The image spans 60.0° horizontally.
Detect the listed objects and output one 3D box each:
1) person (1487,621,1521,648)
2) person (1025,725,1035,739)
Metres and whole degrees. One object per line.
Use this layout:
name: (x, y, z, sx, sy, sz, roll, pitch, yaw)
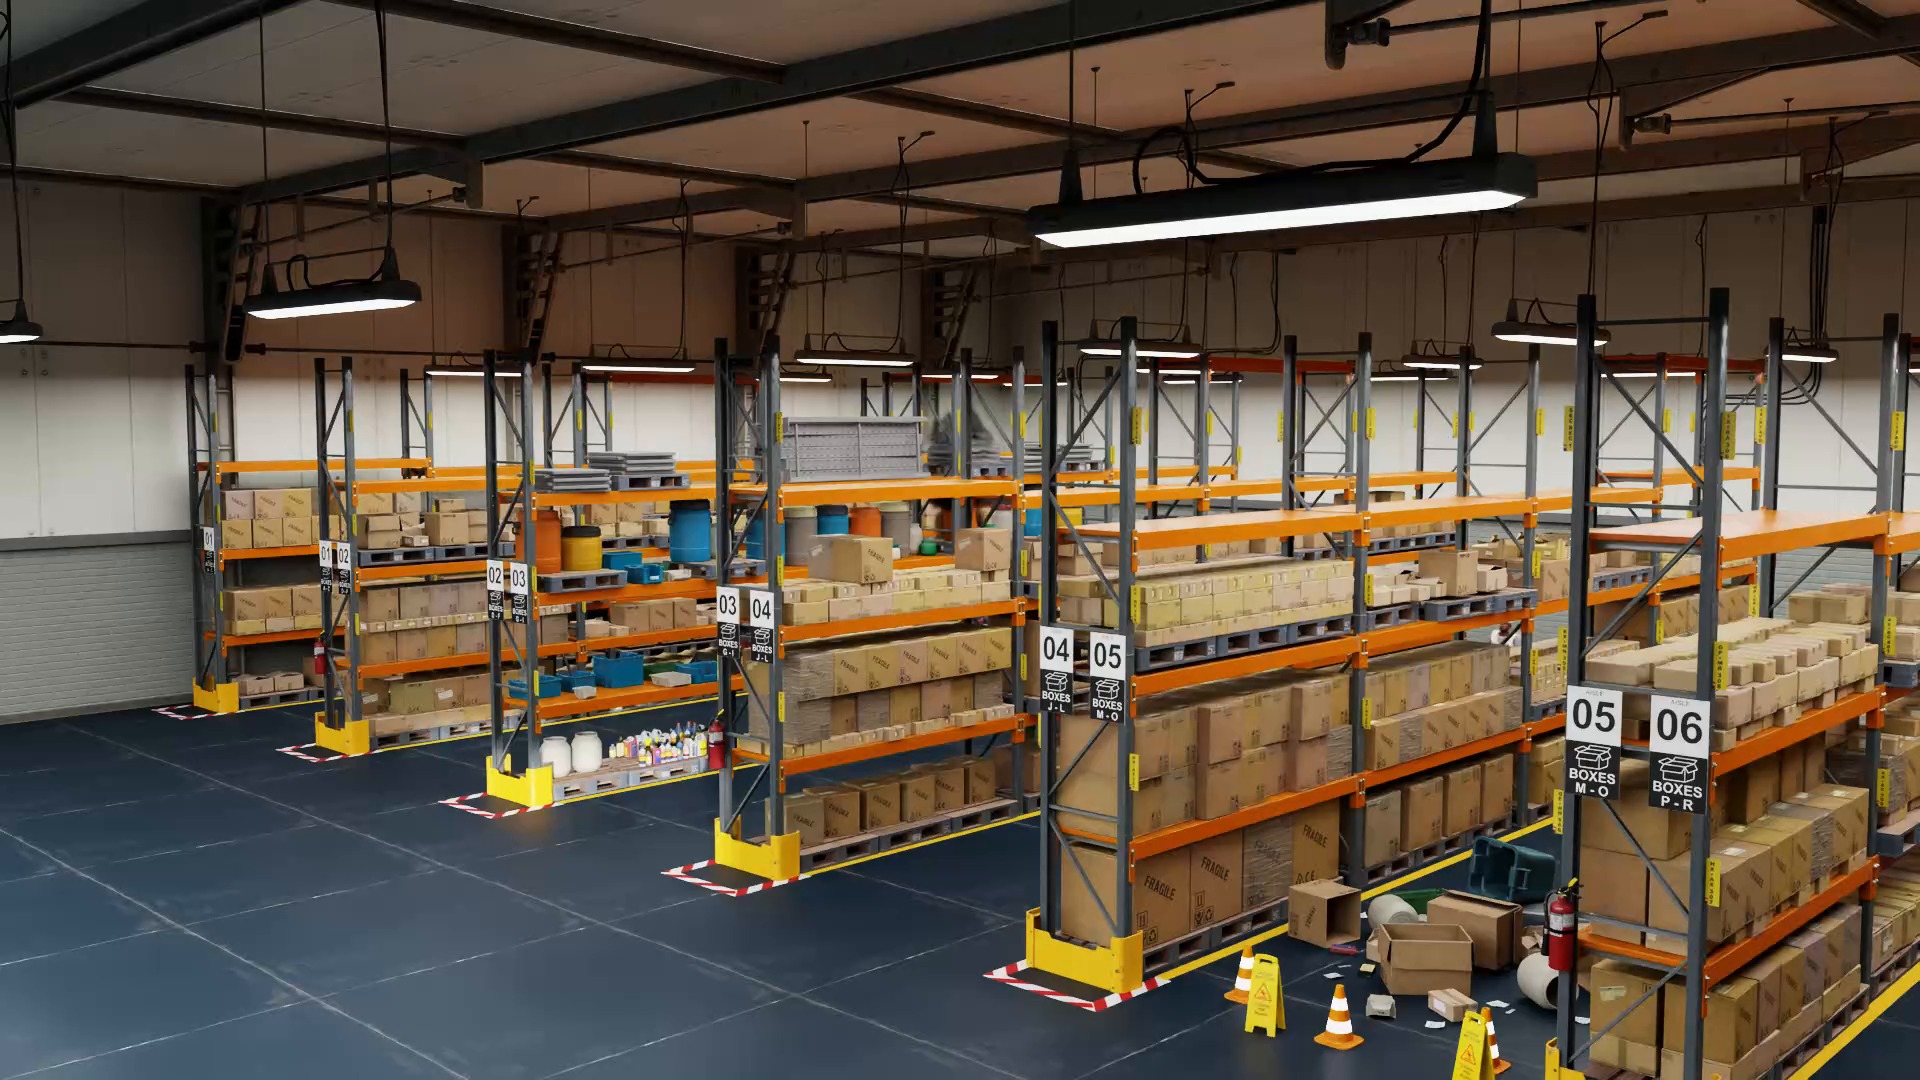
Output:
person: (9.051, 2.150, 27.786, 0.654, 1.792, 0.715, 3, 5, 30)
person: (0.947, 2.283, 25.955, 0.637, 1.781, 0.698, 3, 5, 30)
